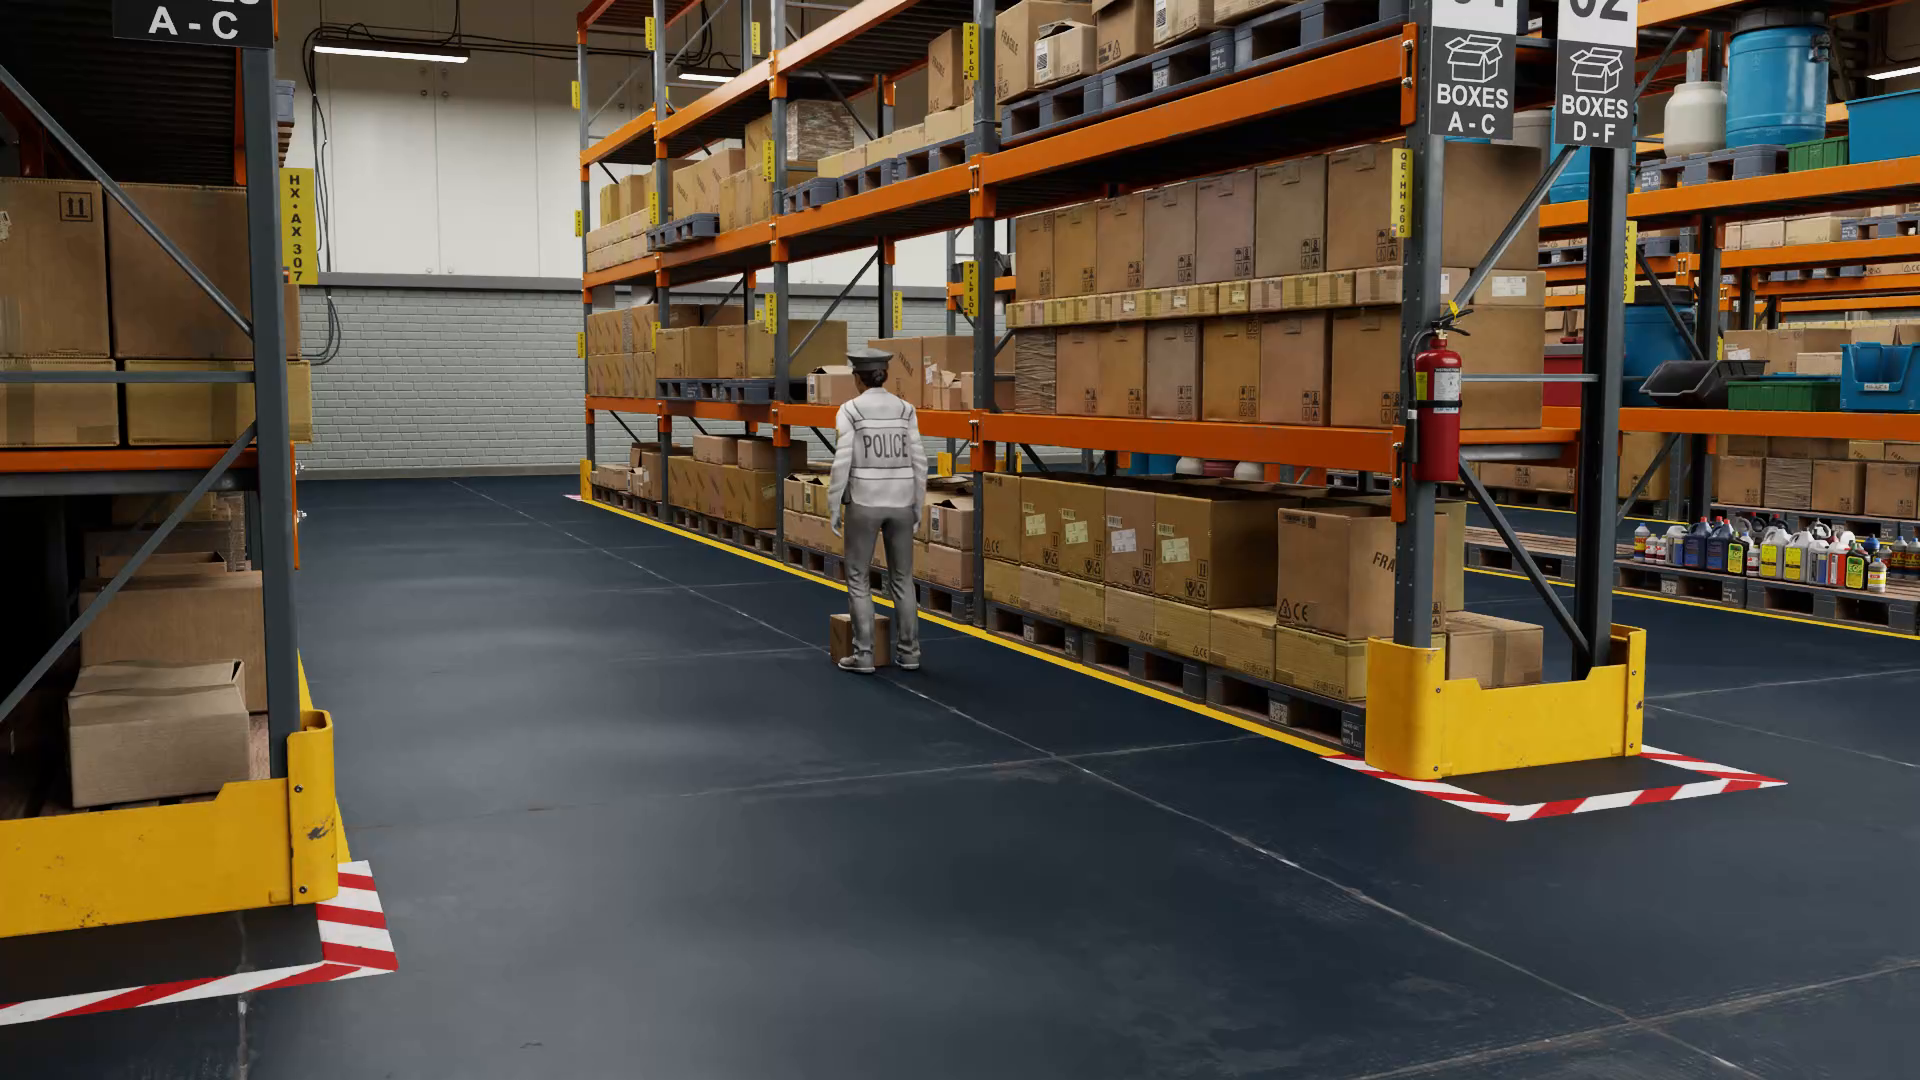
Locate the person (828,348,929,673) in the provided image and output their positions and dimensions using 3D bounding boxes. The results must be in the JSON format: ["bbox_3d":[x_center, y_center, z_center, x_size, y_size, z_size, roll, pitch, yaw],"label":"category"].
[{"bbox_3d":[-0.424,-0.151,8.558,0.529,1.663,0.373,-2,6,-23],"label":"person"}]
